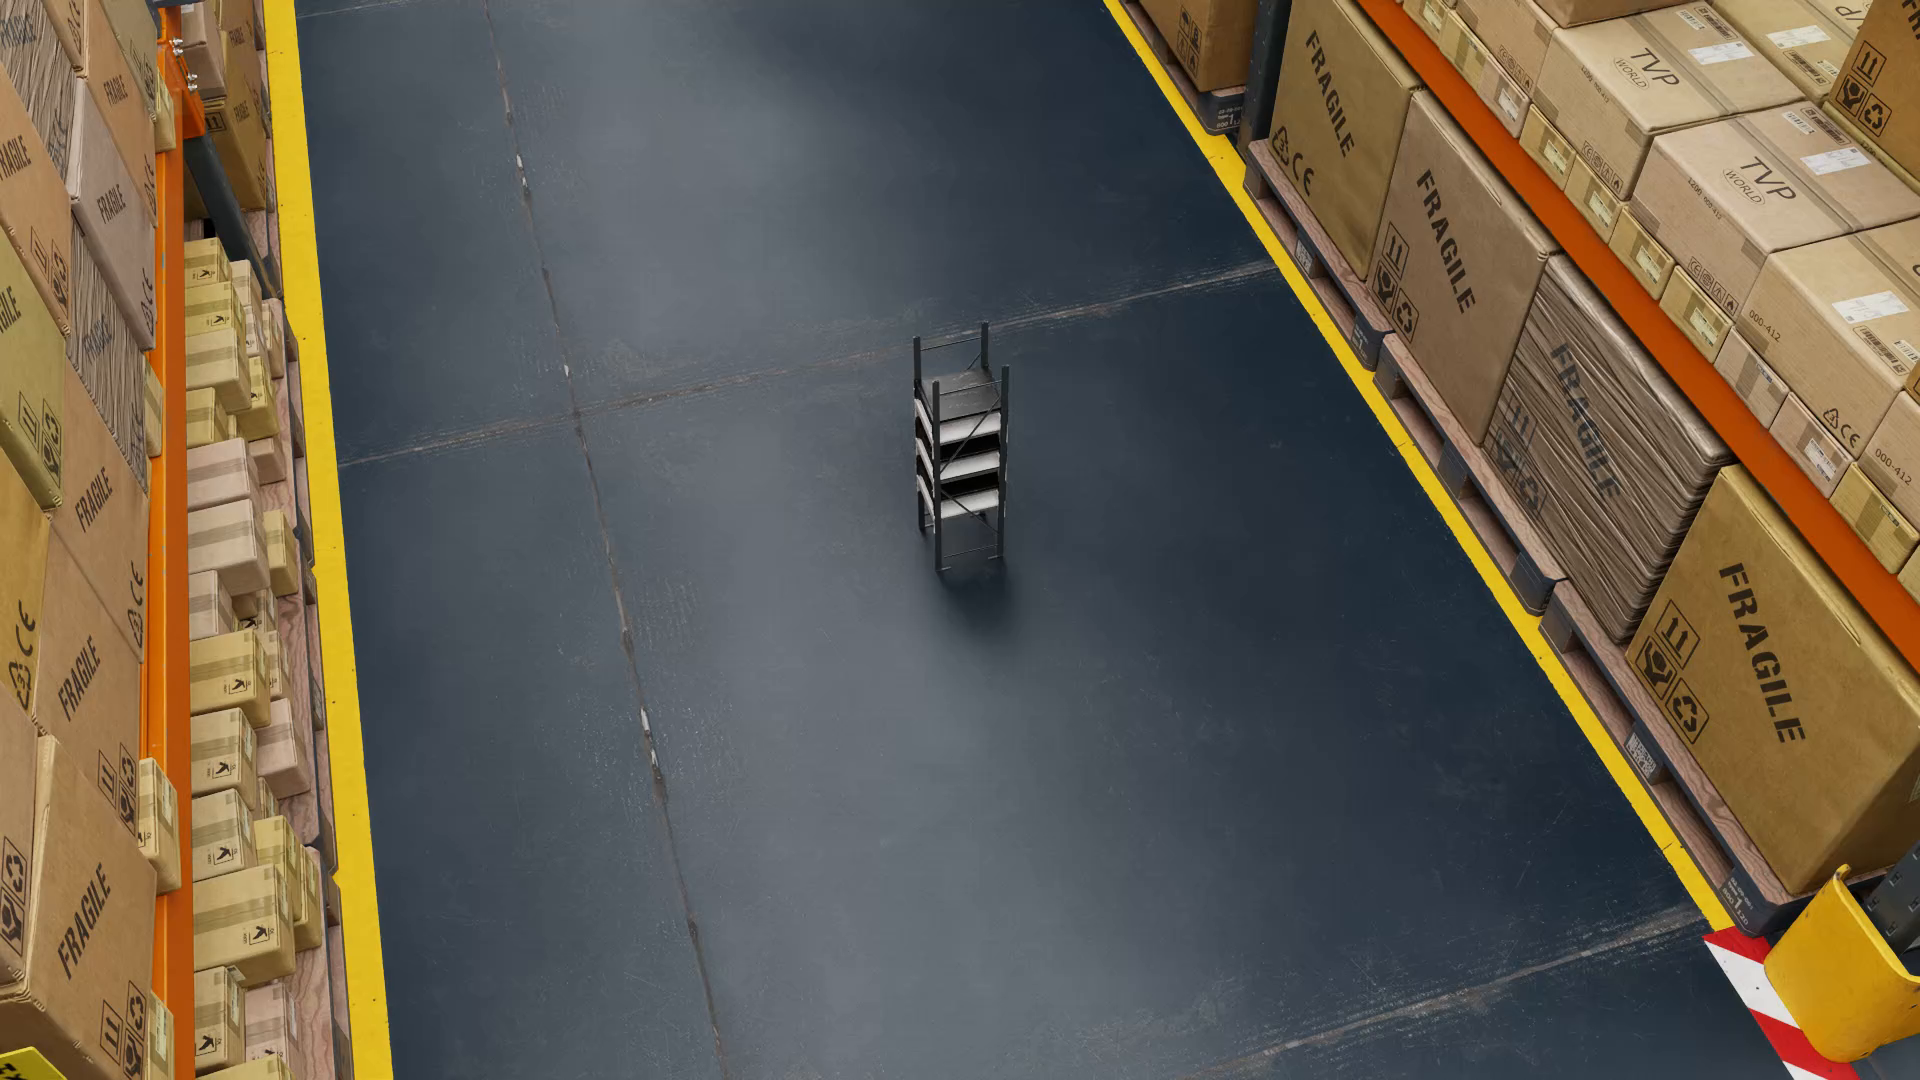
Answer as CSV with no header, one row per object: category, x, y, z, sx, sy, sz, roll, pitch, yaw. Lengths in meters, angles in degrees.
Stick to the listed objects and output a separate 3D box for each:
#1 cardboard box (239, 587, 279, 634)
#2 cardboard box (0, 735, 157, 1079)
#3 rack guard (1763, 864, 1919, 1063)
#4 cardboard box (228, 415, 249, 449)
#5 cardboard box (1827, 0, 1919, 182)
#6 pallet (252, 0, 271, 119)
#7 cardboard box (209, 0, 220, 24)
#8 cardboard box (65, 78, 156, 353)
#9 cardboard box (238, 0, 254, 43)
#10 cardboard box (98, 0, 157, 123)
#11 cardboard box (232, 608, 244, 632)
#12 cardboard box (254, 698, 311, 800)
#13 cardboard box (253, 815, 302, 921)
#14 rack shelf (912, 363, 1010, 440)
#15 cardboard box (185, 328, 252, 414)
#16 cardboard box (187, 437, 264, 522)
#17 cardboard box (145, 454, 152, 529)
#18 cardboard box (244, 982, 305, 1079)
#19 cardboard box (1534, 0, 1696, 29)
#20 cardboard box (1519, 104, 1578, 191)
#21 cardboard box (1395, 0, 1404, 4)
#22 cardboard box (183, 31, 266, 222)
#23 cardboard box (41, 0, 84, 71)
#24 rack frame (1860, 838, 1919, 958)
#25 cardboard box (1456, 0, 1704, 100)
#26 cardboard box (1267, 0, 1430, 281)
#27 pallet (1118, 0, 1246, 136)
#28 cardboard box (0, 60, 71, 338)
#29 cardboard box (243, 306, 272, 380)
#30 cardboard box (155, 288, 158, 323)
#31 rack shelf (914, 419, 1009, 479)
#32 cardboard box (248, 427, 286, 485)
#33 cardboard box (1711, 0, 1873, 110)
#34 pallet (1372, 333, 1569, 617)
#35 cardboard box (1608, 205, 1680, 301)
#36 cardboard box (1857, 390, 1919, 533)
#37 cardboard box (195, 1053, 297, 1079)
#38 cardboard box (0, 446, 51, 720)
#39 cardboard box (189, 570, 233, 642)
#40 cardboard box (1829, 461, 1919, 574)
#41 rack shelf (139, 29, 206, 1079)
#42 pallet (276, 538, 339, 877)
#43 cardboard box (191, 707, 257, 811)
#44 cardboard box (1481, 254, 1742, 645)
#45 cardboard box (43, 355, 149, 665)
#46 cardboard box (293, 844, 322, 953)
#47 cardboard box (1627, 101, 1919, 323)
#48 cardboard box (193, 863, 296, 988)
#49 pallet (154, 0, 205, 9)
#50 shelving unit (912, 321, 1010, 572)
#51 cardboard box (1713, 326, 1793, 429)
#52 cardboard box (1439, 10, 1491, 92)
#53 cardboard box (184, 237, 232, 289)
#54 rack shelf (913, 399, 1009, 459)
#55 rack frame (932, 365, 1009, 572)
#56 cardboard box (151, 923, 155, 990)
cardboard box,-2.323,0.282,5.141,0.380,0.149,0.250,-12,51,-10
cardboard box,-1.770,0.730,2.913,0.500,0.500,0.500,-11,51,-9
rack guard,2.874,1.024,4.560,1.175,0.500,0.348,-13,51,-11
cardboard box,-2.518,-0.235,5.382,0.380,0.149,0.250,-13,51,-11
cardboard box,2.676,-1.242,4.248,0.500,0.500,0.500,-15,51,-12
pallet,-3.680,-2.235,7.496,1.003,0.211,1.213,-13,51,-11
cardboard box,-3.210,-2.232,6.540,0.500,0.250,0.500,-12,51,-10
cardboard box,-2.372,-0.769,4.176,0.500,0.500,0.500,-14,51,-11
cardboard box,-3.375,-2.368,7.145,0.500,0.500,0.500,-13,51,-10
cardboard box,-2.671,-1.512,4.802,0.500,0.500,0.500,-13,51,-11
cardboard box,-2.326,0.351,4.887,0.380,0.149,0.250,-11,51,-9
cardboard box,-2.113,0.647,4.833,0.380,0.149,0.250,-16,52,-13
cardboard box,-1.967,0.912,4.415,0.380,0.149,0.250,-12,51,-10
rack shelf,0.002,-0.437,5.220,0.258,0.077,0.200,-13,51,-11
cardboard box,-2.536,-0.522,5.429,0.380,0.149,0.250,-14,51,-11
cardboard box,-2.365,-0.138,5.105,0.380,0.149,0.250,-16,52,-13
cardboard box,-2.193,-0.109,4.044,0.380,0.149,0.250,-12,51,-10
cardboard box,-1.837,1.283,4.102,0.380,0.149,0.250,-14,51,-11
cardboard box,1.878,-1.862,4.771,0.500,0.500,0.500,-15,51,-12
cardboard box,1.917,-1.210,4.973,0.380,0.149,0.250,-15,51,-12
cardboard box,1.610,-1.964,5.608,0.380,0.149,0.250,-12,51,-10
cardboard box,-3.049,-1.602,6.499,0.500,0.500,0.500,-12,51,-10
cardboard box,-2.528,-1.465,4.109,0.500,0.500,0.500,-15,51,-12
rack frame,2.867,0.201,3.619,1.000,3.000,0.127,-13,51,-11
cardboard box,1.874,-1.624,5.061,0.500,0.250,0.500,-12,51,-10
cardboard box,1.803,-1.671,6.312,0.875,0.875,0.875,-13,51,-11
pallet,1.384,-2.368,7.608,1.003,0.211,1.213,-13,51,-11
cardboard box,-2.222,-0.713,3.475,0.500,0.500,0.500,-15,51,-12
cardboard box,-2.595,-0.632,5.717,0.380,0.149,0.250,-16,52,-13
cardboard box,-2.412,-0.679,4.524,0.380,0.149,0.250,-15,52,-13
rack shelf,0.002,-0.321,5.358,0.258,0.077,0.200,-13,51,-11
cardboard box,-2.505,-0.293,5.625,0.380,0.149,0.250,-15,51,-12
cardboard box,2.519,-1.384,4.858,0.500,0.250,0.500,-14,51,-12
pallet,2.199,-0.356,5.912,1.003,0.211,1.213,-13,51,-11
cardboard box,2.067,-0.839,4.659,0.380,0.149,0.250,-13,51,-11
cardboard box,2.470,-0.141,3.810,0.500,0.250,0.500,-14,51,-12
cardboard box,-1.731,1.381,3.825,0.380,0.149,0.250,-15,52,-13
cardboard box,-1.935,0.043,2.838,0.500,0.500,0.500,-12,51,-10
cardboard box,-2.305,0.262,4.768,0.380,0.149,0.250,-13,51,-11
cardboard box,2.369,-0.093,4.031,0.380,0.149,0.250,-13,51,-11
rack shelf,-2.492,0.020,4.242,1.077,0.370,4.000,-13,51,-11
pallet,-2.487,0.601,5.105,1.003,0.211,1.213,-13,51,-11
cardboard box,-2.105,0.627,4.461,0.380,0.149,0.250,-12,51,-10
cardboard box,2.333,-0.364,5.210,0.875,0.875,0.875,-13,51,-11
cardboard box,-2.085,-0.016,3.541,0.500,0.500,0.500,-13,51,-10
cardboard box,-1.956,1.013,4.524,0.380,0.149,0.250,-13,51,-11
cardboard box,2.170,-0.883,4.436,0.500,0.250,0.500,-15,51,-12
cardboard box,-1.880,0.994,4.151,0.380,0.149,0.250,-13,51,-11
pallet,-3.171,-2.202,5.770,1.003,0.211,1.213,-13,51,-11
shelving unit,0.002,-0.284,5.401,0.258,0.900,0.210,-13,51,-11
cardboard box,2.223,-0.460,4.340,0.380,0.149,0.250,-13,51,-10
cardboard box,1.766,-1.586,5.289,0.380,0.149,0.250,-14,51,-11
cardboard box,-2.730,-0.880,5.731,0.380,0.149,0.250,-12,51,-10
rack shelf,0.002,-0.379,5.289,0.258,0.077,0.200,-13,51,-11
rack frame,0.032,-0.210,5.338,0.240,0.900,0.006,-13,51,-11
cardboard box,-1.798,0.842,3.242,0.380,0.149,0.250,-12,51,-10
